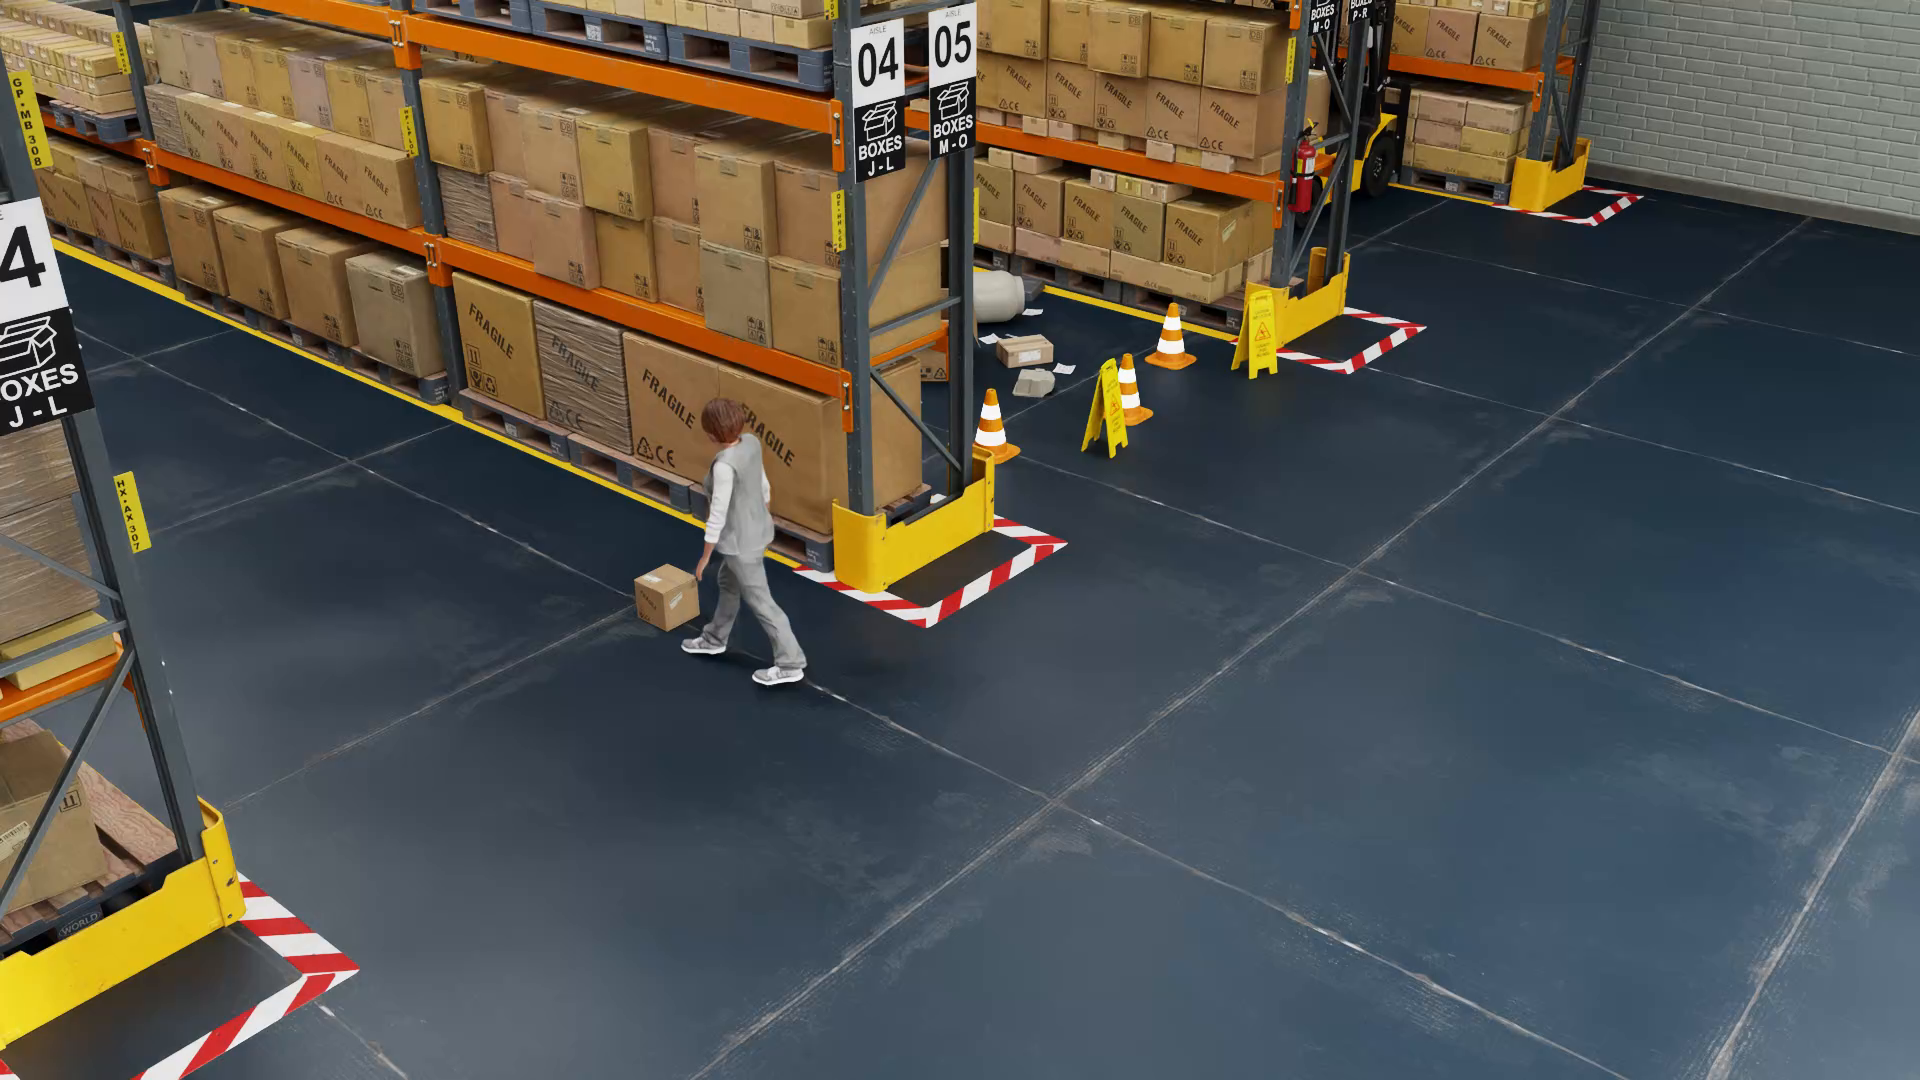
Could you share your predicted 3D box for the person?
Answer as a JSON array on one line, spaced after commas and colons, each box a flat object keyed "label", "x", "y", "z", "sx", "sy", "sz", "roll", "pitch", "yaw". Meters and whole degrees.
[{"label": "person", "x": -1.192, "y": 0.013, "z": 8.595, "sx": 0.781, "sy": 1.570, "sz": 0.493, "roll": 7, "pitch": 28, "yaw": 12}]
